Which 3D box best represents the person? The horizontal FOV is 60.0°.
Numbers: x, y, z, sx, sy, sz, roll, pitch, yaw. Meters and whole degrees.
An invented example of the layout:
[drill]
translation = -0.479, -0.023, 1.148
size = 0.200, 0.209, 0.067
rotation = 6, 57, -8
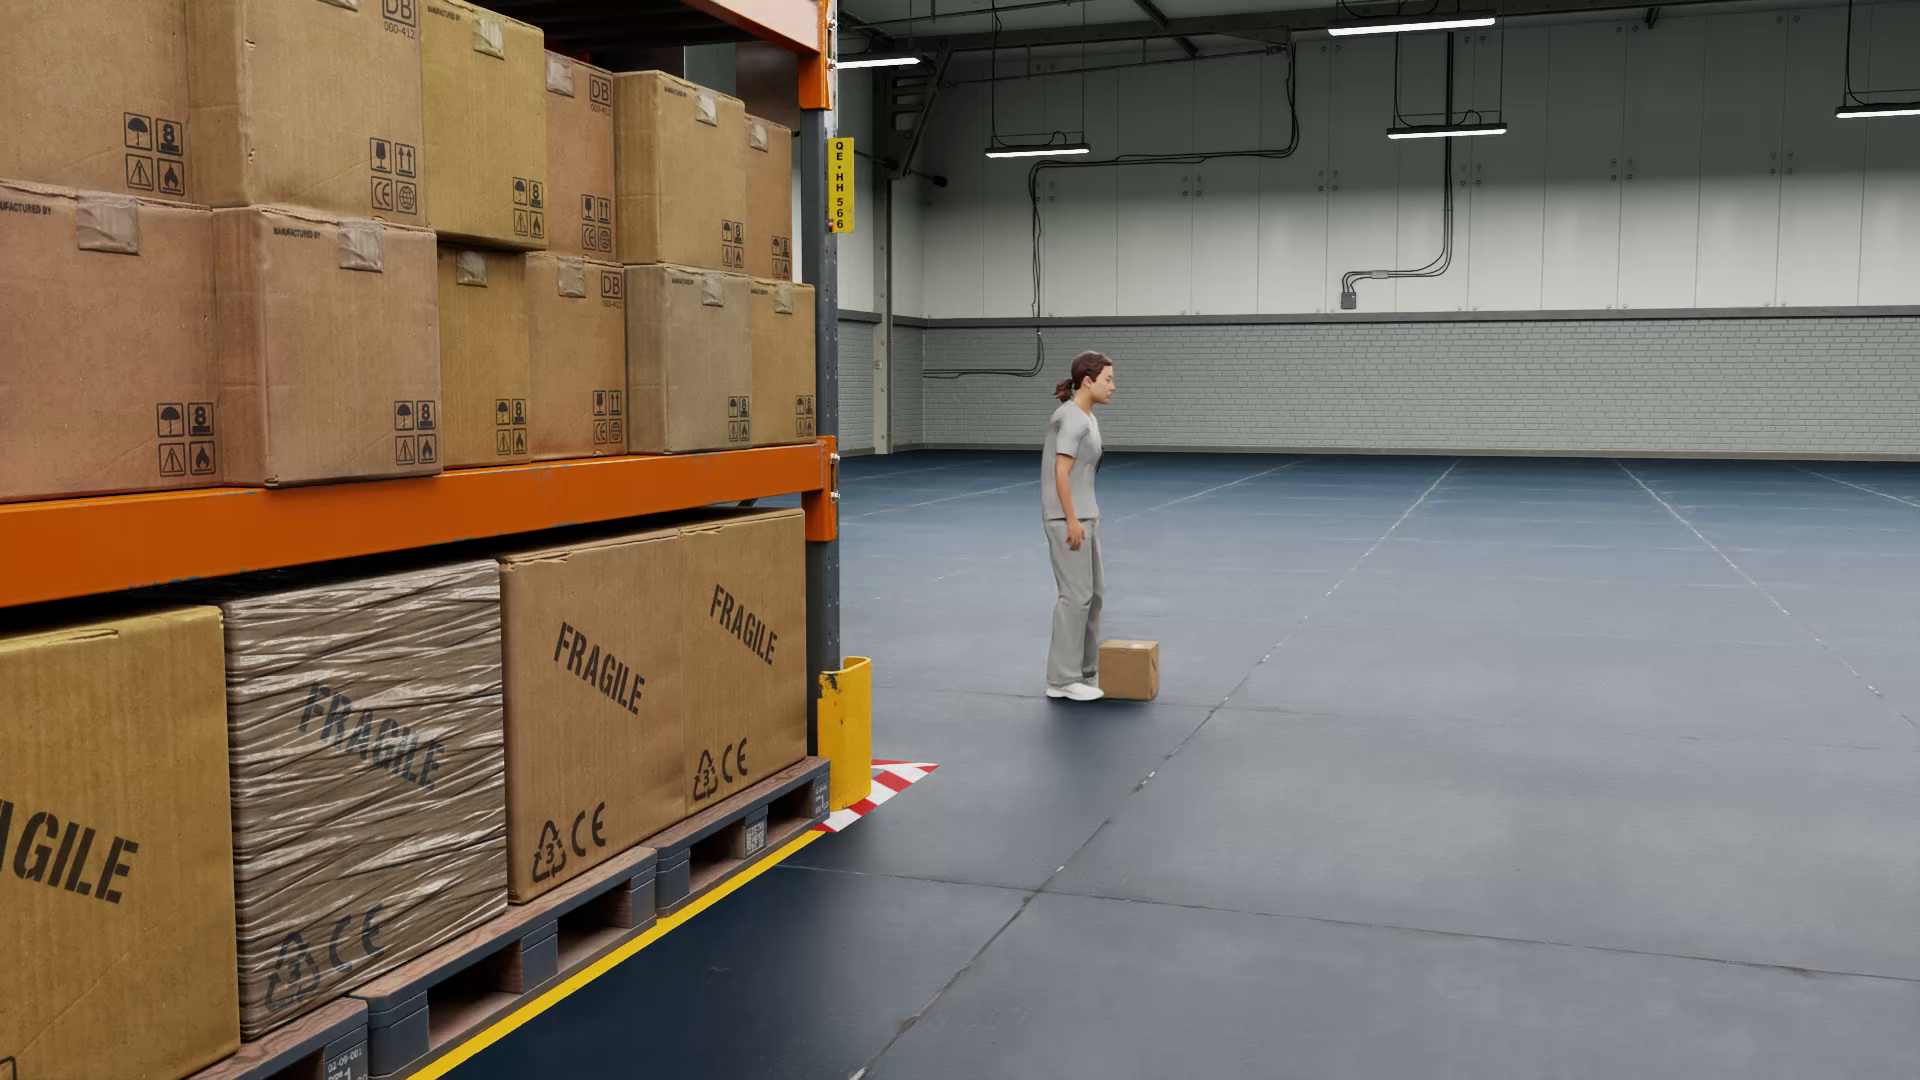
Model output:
[person]
translation = 0.583, -0.082, 8.105
size = 0.368, 1.671, 0.498
rotation = 2, 6, 16
